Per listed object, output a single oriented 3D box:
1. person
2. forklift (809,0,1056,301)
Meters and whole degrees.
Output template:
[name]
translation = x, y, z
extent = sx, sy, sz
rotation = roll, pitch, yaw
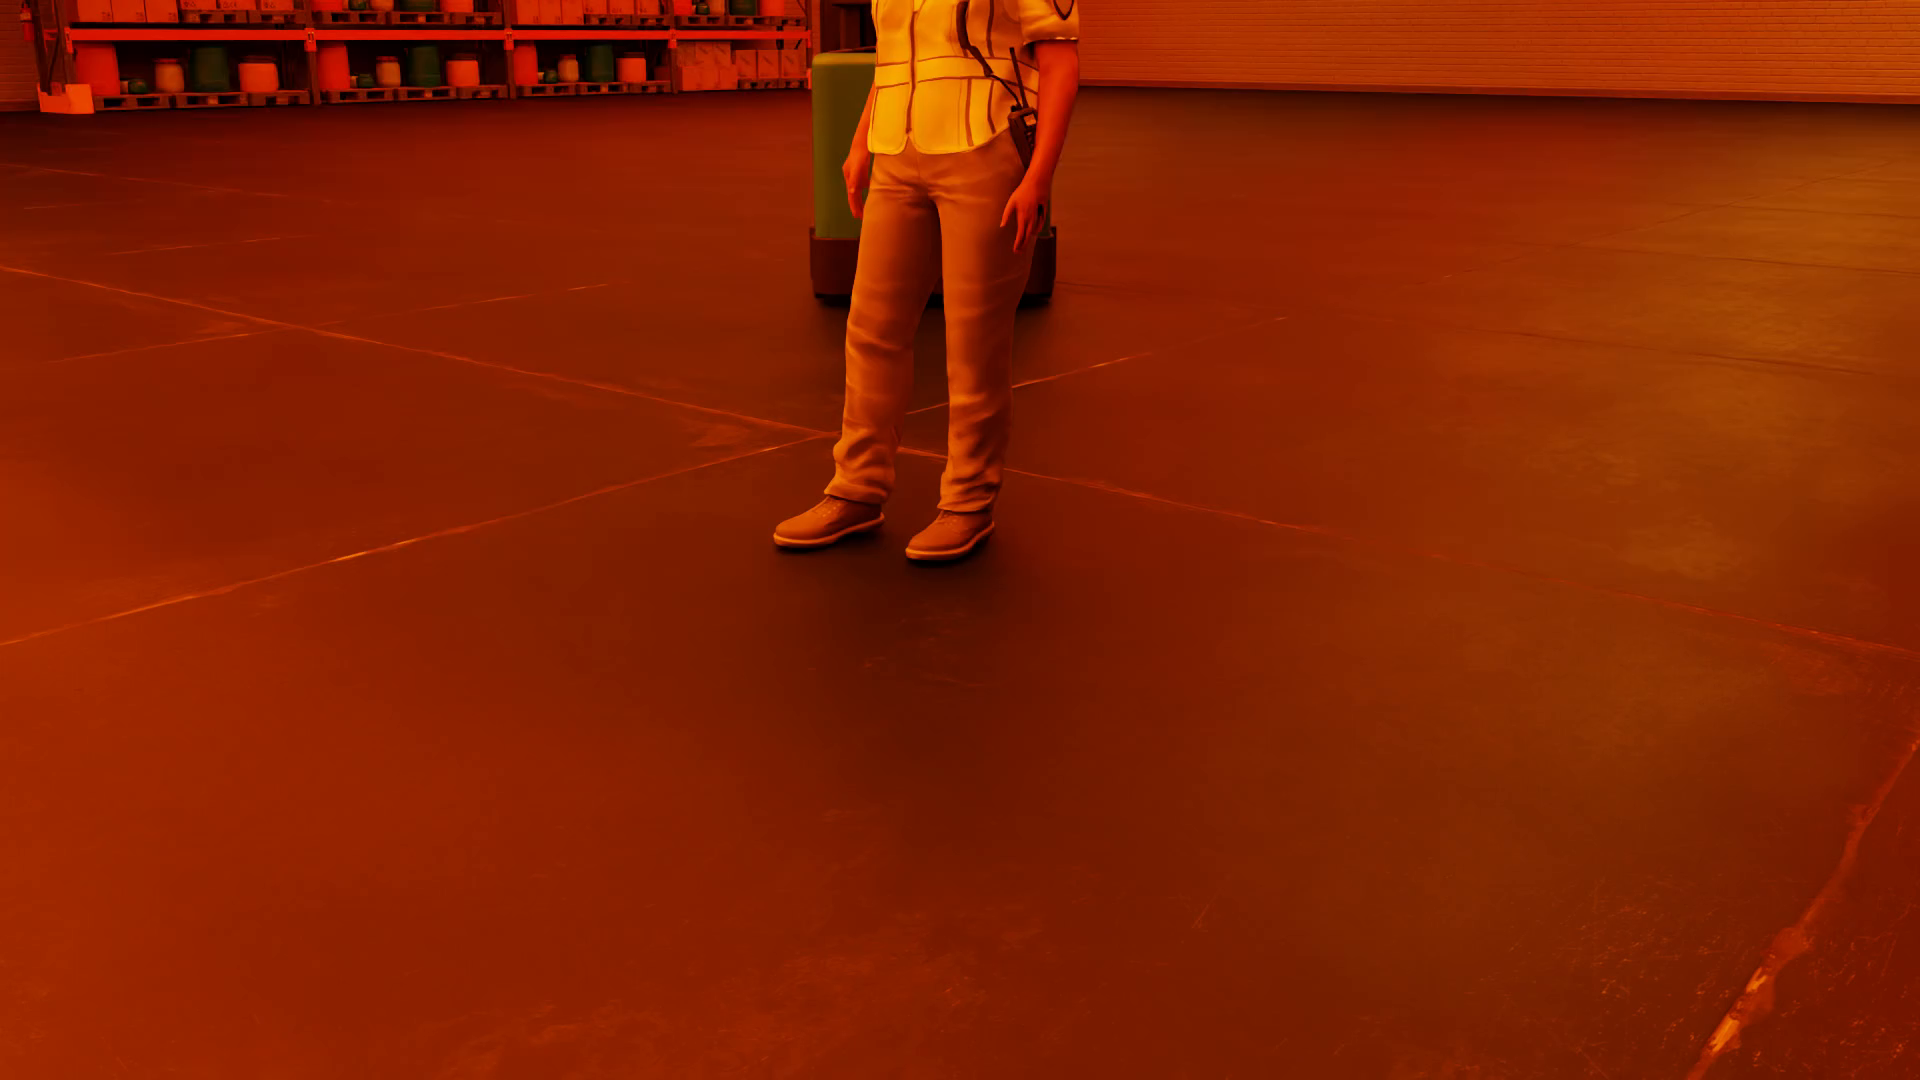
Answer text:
[person]
translation = -0.067, -0.791, 3.655
extent = 0.598, 1.670, 0.529
rotation = 13, 21, 37
[forklift]
translation = -0.140, -2.835, 8.233
extent = 1.130, 2.935, 3.031
rotation = 0, 17, -1
